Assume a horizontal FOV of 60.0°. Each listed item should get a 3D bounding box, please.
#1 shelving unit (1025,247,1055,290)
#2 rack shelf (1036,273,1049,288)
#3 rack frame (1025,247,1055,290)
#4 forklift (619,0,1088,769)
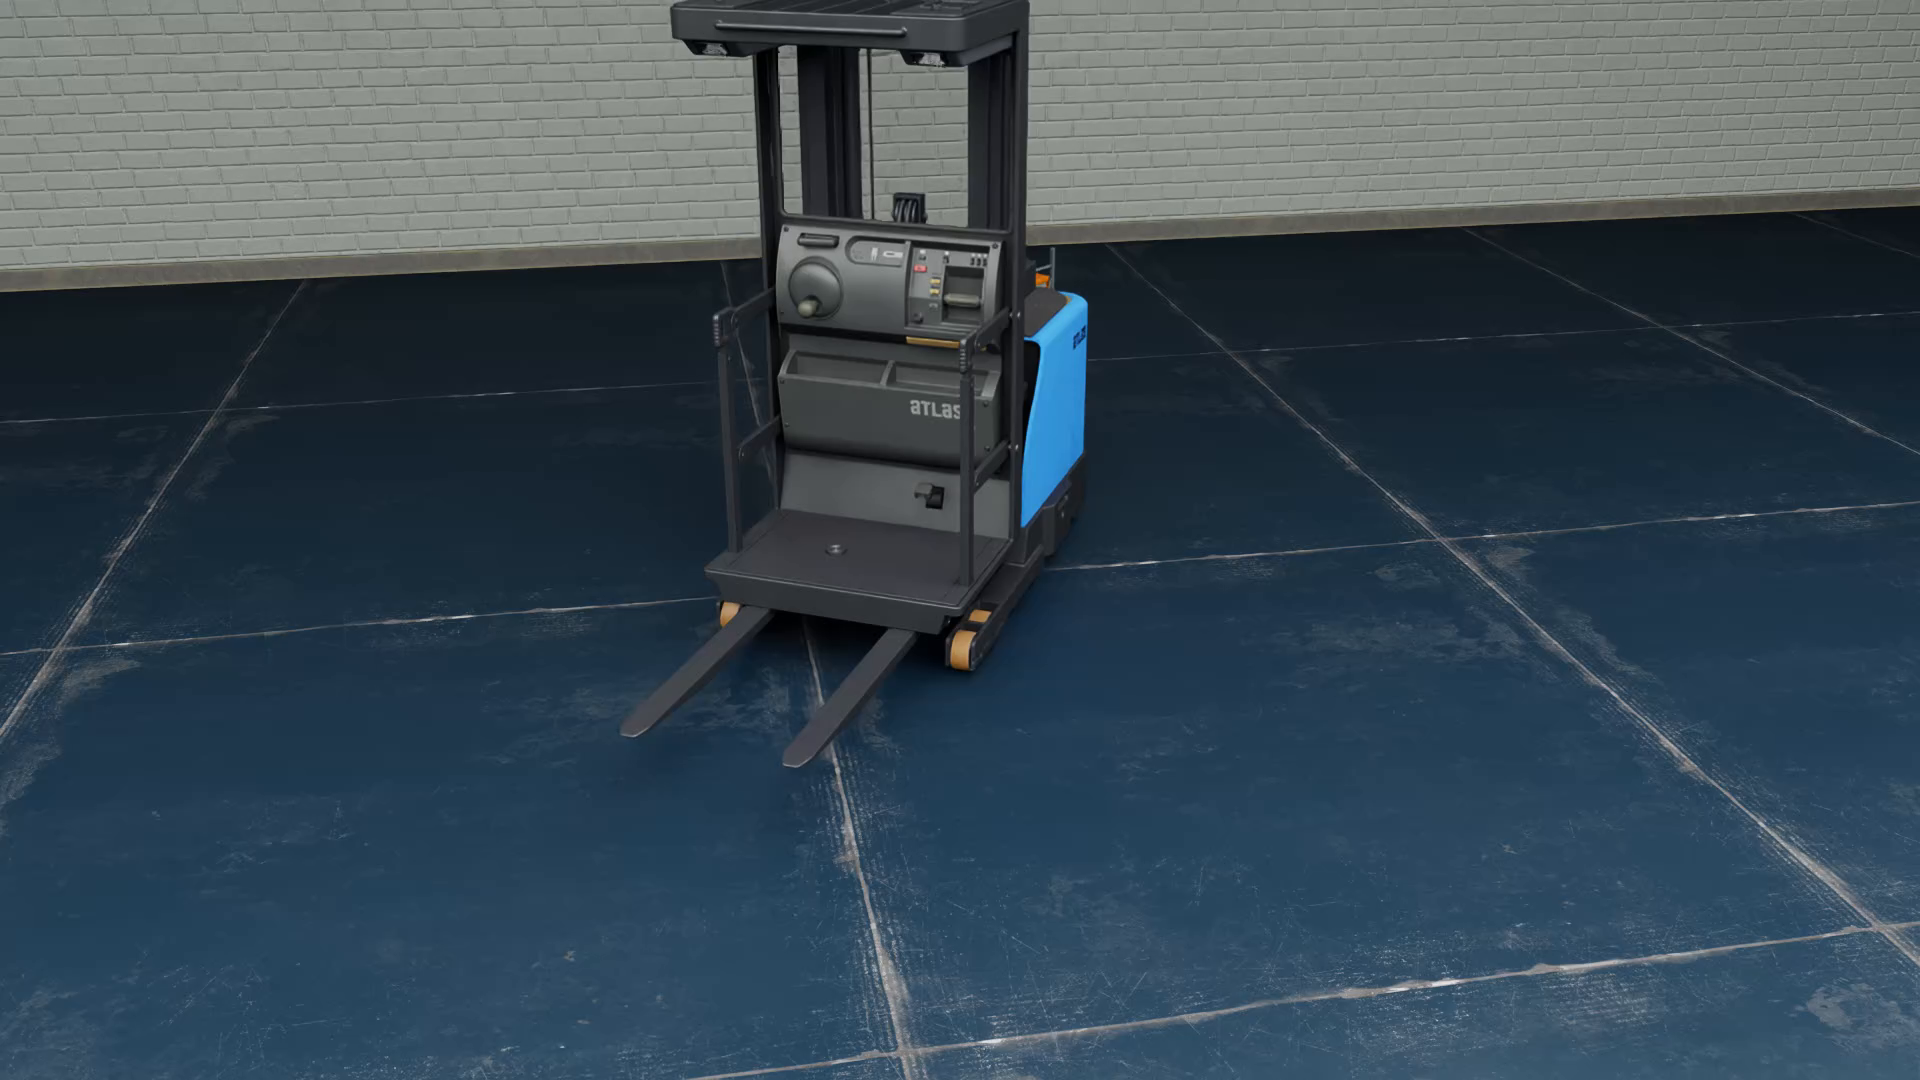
[{"bbox_3d":[0.187,-0.877,8.260,0.503,1.200,0.258,19,30,37],"label":"shelving unit"},{"bbox_3d":[0.187,-1.238,8.102,0.480,0.148,0.258,19,30,37],"label":"rack shelf"},{"bbox_3d":[0.371,-0.813,8.113,0.015,1.200,0.240,19,30,37],"label":"rack frame"},{"bbox_3d":[-0.356,-1.006,6.391,1.130,2.935,3.031,8,25,17],"label":"forklift"}]
